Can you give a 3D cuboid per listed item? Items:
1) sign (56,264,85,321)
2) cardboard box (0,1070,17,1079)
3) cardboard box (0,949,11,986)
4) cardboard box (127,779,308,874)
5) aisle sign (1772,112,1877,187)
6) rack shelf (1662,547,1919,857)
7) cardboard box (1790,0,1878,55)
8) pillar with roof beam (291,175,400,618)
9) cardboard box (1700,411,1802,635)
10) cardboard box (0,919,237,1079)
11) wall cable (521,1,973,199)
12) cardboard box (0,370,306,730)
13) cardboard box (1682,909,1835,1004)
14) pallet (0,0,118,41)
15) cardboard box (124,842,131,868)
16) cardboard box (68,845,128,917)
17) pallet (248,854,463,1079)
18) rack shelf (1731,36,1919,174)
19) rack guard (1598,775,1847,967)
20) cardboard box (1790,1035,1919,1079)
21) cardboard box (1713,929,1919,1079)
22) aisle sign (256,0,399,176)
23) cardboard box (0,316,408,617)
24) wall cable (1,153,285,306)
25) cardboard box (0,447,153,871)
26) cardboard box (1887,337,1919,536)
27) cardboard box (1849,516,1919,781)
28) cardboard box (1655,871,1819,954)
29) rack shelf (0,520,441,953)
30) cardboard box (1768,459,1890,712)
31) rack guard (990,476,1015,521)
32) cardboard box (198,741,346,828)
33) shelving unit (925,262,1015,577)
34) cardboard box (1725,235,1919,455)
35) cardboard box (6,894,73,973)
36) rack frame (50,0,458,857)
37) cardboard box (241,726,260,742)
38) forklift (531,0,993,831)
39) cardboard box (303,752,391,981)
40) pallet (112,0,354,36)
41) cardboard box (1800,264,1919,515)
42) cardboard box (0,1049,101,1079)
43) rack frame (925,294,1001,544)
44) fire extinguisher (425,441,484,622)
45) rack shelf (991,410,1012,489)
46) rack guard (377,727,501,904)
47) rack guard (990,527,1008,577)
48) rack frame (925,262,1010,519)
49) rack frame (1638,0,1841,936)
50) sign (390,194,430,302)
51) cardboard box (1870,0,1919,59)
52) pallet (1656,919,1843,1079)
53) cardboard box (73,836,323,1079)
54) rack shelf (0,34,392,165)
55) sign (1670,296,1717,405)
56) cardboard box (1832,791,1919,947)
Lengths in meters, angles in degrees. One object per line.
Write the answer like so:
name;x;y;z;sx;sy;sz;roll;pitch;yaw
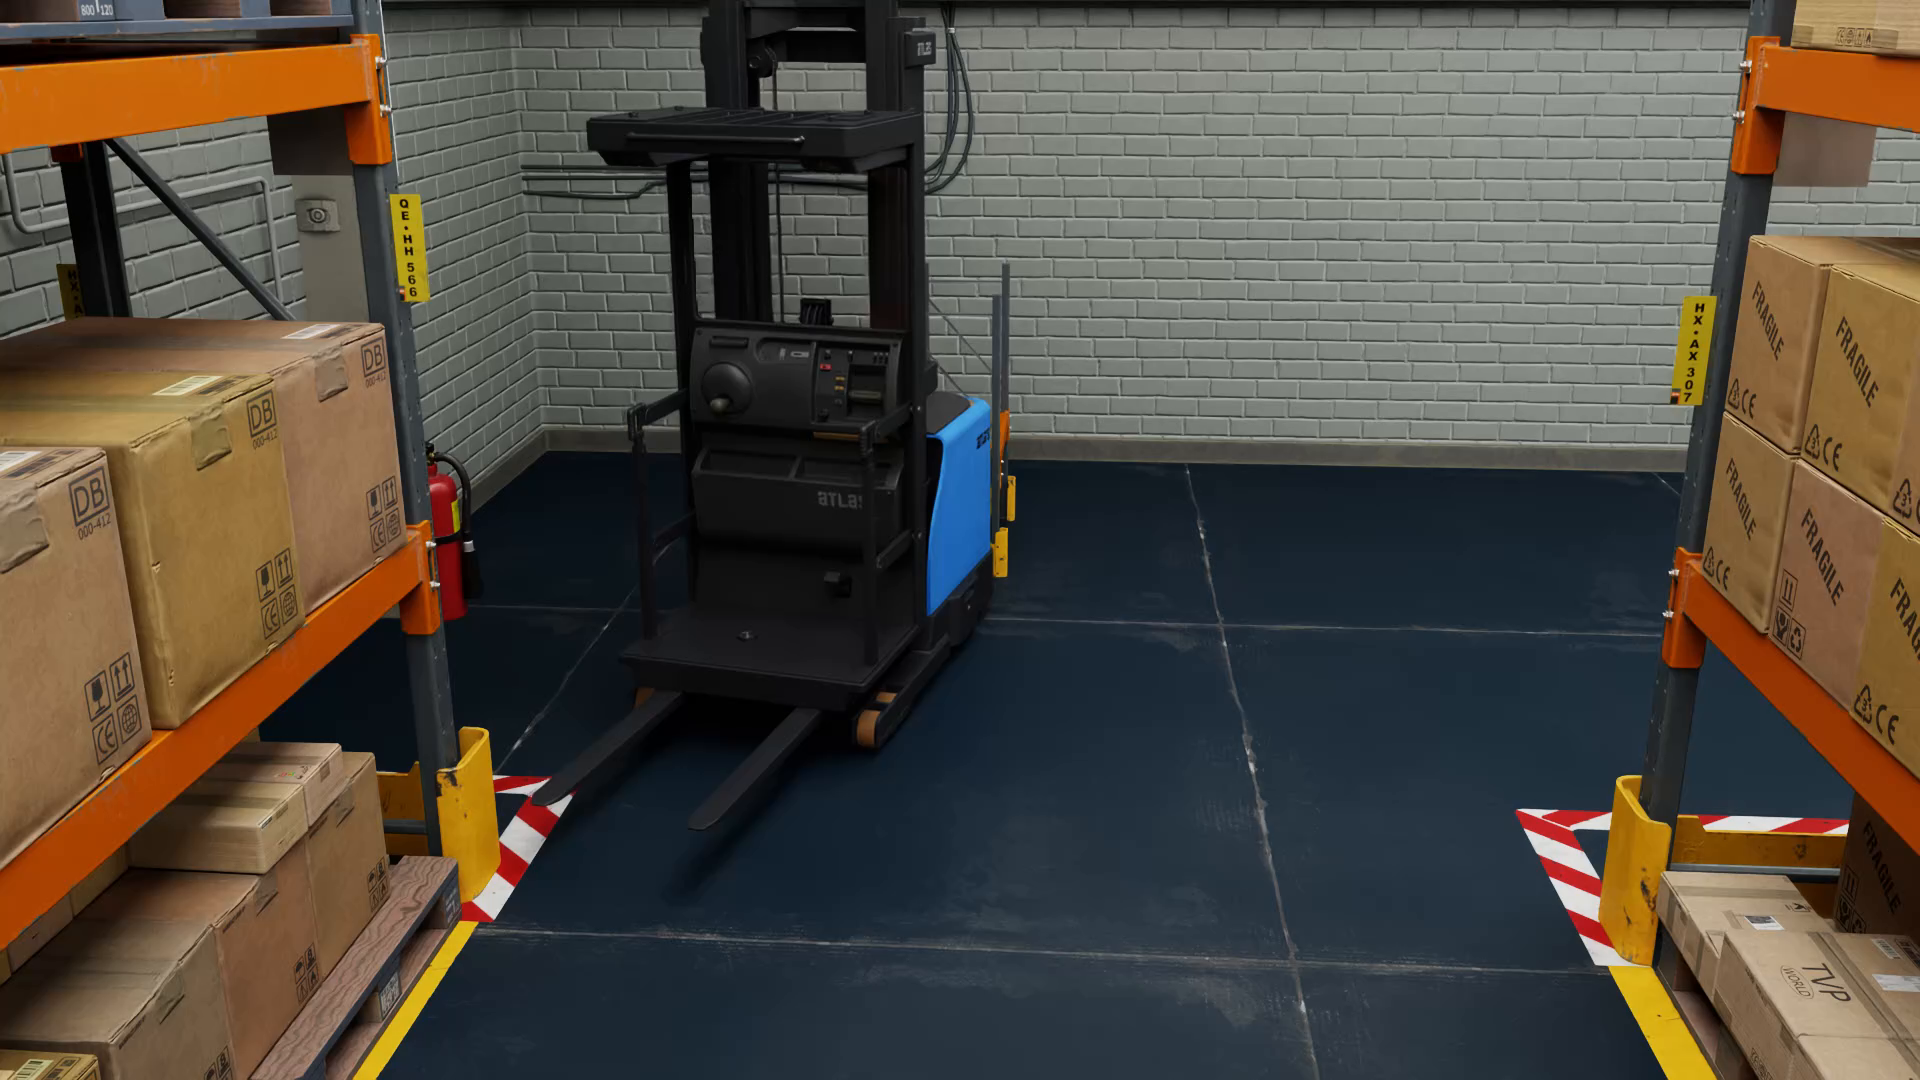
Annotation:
sign;-2.779;-0.709;5.252;0.100;0.325;0.005;1;18;4
cardboard box;-2.113;1.182;3.296;0.380;0.149;0.250;1;18;2
cardboard box;-2.456;1.005;3.838;0.380;0.149;0.250;1;18;4
cardboard box;-2.021;0.777;4.531;0.380;0.149;0.250;2;18;5
aisle sign;2.427;-1.399;4.701;0.394;0.787;0.004;1;18;4
rack shelf;2.572;0.827;3.238;1.077;0.370;4.000;1;18;4
cardboard box;2.425;-1.336;4.108;0.500;0.250;0.500;1;18;4
pillar with roof beam;1.399;-3.858;6.746;9.100;9.000;0.400;1;18;4
cardboard box;2.420;-0.052;4.603;0.500;0.500;0.500;2;18;5
cardboard box;-2.248;1.274;4.058;0.700;0.500;0.500;1;18;2
wall cable;-1.464;-3.370;10.241;3.097;2.526;0.112;1;18;4
cardboard box;-2.294;-0.003;4.134;0.980;0.700;0.700;1;18;3
cardboard box;2.325;1.201;4.784;0.380;0.166;0.250;1;18;4
pallet;-2.353;-1.018;3.039;1.003;0.211;1.213;1;18;4
cardboard box;-2.402;0.768;4.560;0.380;0.149;0.250;1;18;4
cardboard box;-2.421;0.846;4.323;0.380;0.149;0.250;1;18;4
pallet;-2.205;1.330;5.026;1.003;0.211;1.213;1;18;4
rack shelf;2.572;-0.599;2.771;1.077;0.370;4.000;1;18;4
rack guard;2.710;1.075;5.339;1.175;0.500;0.348;1;18;4
cardboard box;2.322;1.435;3.937;0.500;0.250;0.500;1;18;4
cardboard box;2.358;1.279;4.411;0.500;0.250;0.500;1;18;4
aisle sign;-1.922;-1.497;4.998;0.394;0.787;0.004;1;18;4
cardboard box;-2.252;-0.230;4.825;0.980;0.700;0.700;2;18;6
wall cable;-3.078;-1.147;6.475;0.084;1.984;1.851;1;18;4
cardboard box;-2.357;0.233;3.412;0.980;0.700;0.700;0;18;1
cardboard box;2.350;-0.209;3.478;0.500;0.500;0.500;2;18;5
cardboard box;2.350;0.264;3.638;0.500;0.500;0.500;1;18;4
cardboard box;2.342;1.132;5.023;0.380;0.149;0.250;1;18;4
rack shelf;-2.369;0.717;3.572;1.077;0.370;4.000;1;18;4
cardboard box;2.389;0.109;4.114;0.500;0.500;0.500;1;18;3
rack guard;0.030;-0.250;9.784;0.587;0.250;0.087;1;18;4
cardboard box;-2.004;0.698;4.774;0.380;0.149;0.250;1;18;3
shelving unit;-0.005;-0.689;9.117;0.587;1.500;1.083;1;18;4
cardboard box;2.420;-0.527;4.447;0.500;0.500;0.500;2;18;6
cardboard box;-2.438;0.925;4.081;0.380;0.149;0.250;2;18;5
rack frame;-2.226;-0.246;5.355;1.000;3.000;0.127;1;18;4
cardboard box;-2.367;0.611;5.040;0.380;0.149;0.250;1;18;4
forklift;-0.754;-0.671;6.764;1.130;2.935;3.031;5;19;16
cardboard box;-2.176;0.962;5.009;0.700;0.500;0.500;1;18;4
pallet;-2.269;-1.398;4.198;1.003;0.211;1.213;1;18;4
cardboard box;2.391;-0.364;3.951;0.500;0.500;0.500;1;18;4
cardboard box;-2.278;1.440;3.552;0.700;0.500;0.500;2;18;5
rack frame;-0.043;-0.528;8.627;0.500;1.500;0.032;1;18;4
fire extinguisher;-1.755;-0.068;5.537;0.296;0.674;0.183;1;18;4
rack shelf;-0.006;-0.515;9.165;0.538;0.185;1.000;1;18;4
rack guard;-2.224;0.935;5.767;1.175;0.500;0.348;1;18;4
rack guard;-0.041;0.060;8.840;0.587;0.250;0.087;1;18;4
rack frame;0.030;-0.844;9.590;0.500;1.500;0.032;1;18;4
rack frame;2.715;-0.136;5.021;1.000;3.000;0.127;1;18;4
sign;-1.686;-0.892;5.088;0.100;0.325;0.005;1;18;4
cardboard box;2.376;-1.181;3.635;0.500;0.250;0.500;1;18;4
pallet;2.654;1.460;4.628;1.003;0.211;1.213;1;18;4
cardboard box;-2.212;1.118;4.535;0.700;0.500;0.500;1;18;4
rack shelf;-2.369;-0.708;3.105;1.077;0.370;4.000;1;18;4
sign;2.174;-0.560;4.923;0.100;0.325;0.005;1;18;4
cardboard box;2.922;1.017;4.810;0.500;0.500;0.500;1;18;4
